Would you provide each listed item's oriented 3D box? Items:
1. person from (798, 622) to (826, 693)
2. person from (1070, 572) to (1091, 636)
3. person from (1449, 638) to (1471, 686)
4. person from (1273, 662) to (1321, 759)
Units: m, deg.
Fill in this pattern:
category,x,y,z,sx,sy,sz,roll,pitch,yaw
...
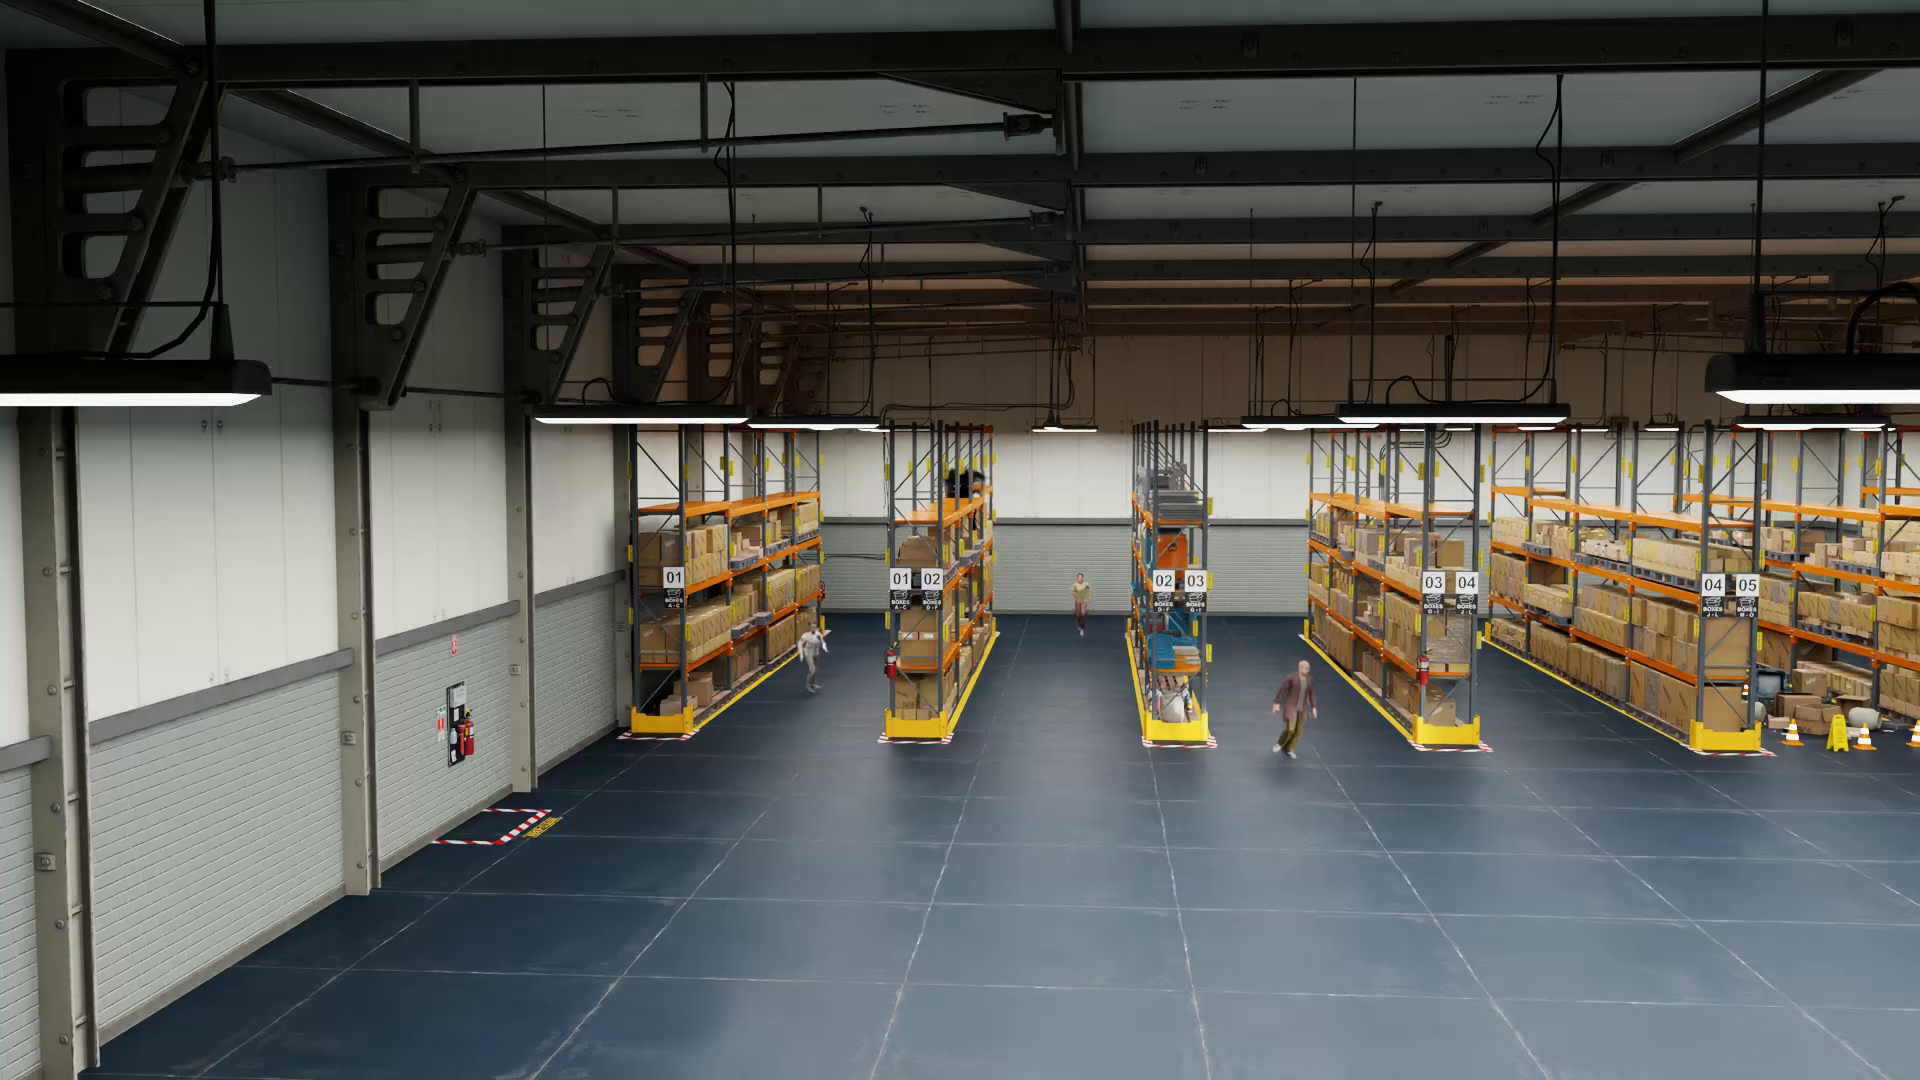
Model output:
category,x,y,z,sx,sy,sz,roll,pitch,yaw
person,-3.264,2.613,37.061,0.630,1.643,0.823,-3,5,-40
person,3.340,1.755,46.077,0.550,1.727,0.815,1,4,11
person,11.357,2.494,38.058,0.682,1.620,1.128,1,4,14
person,5.973,3.014,29.434,0.738,1.735,0.595,-2,4,-25
